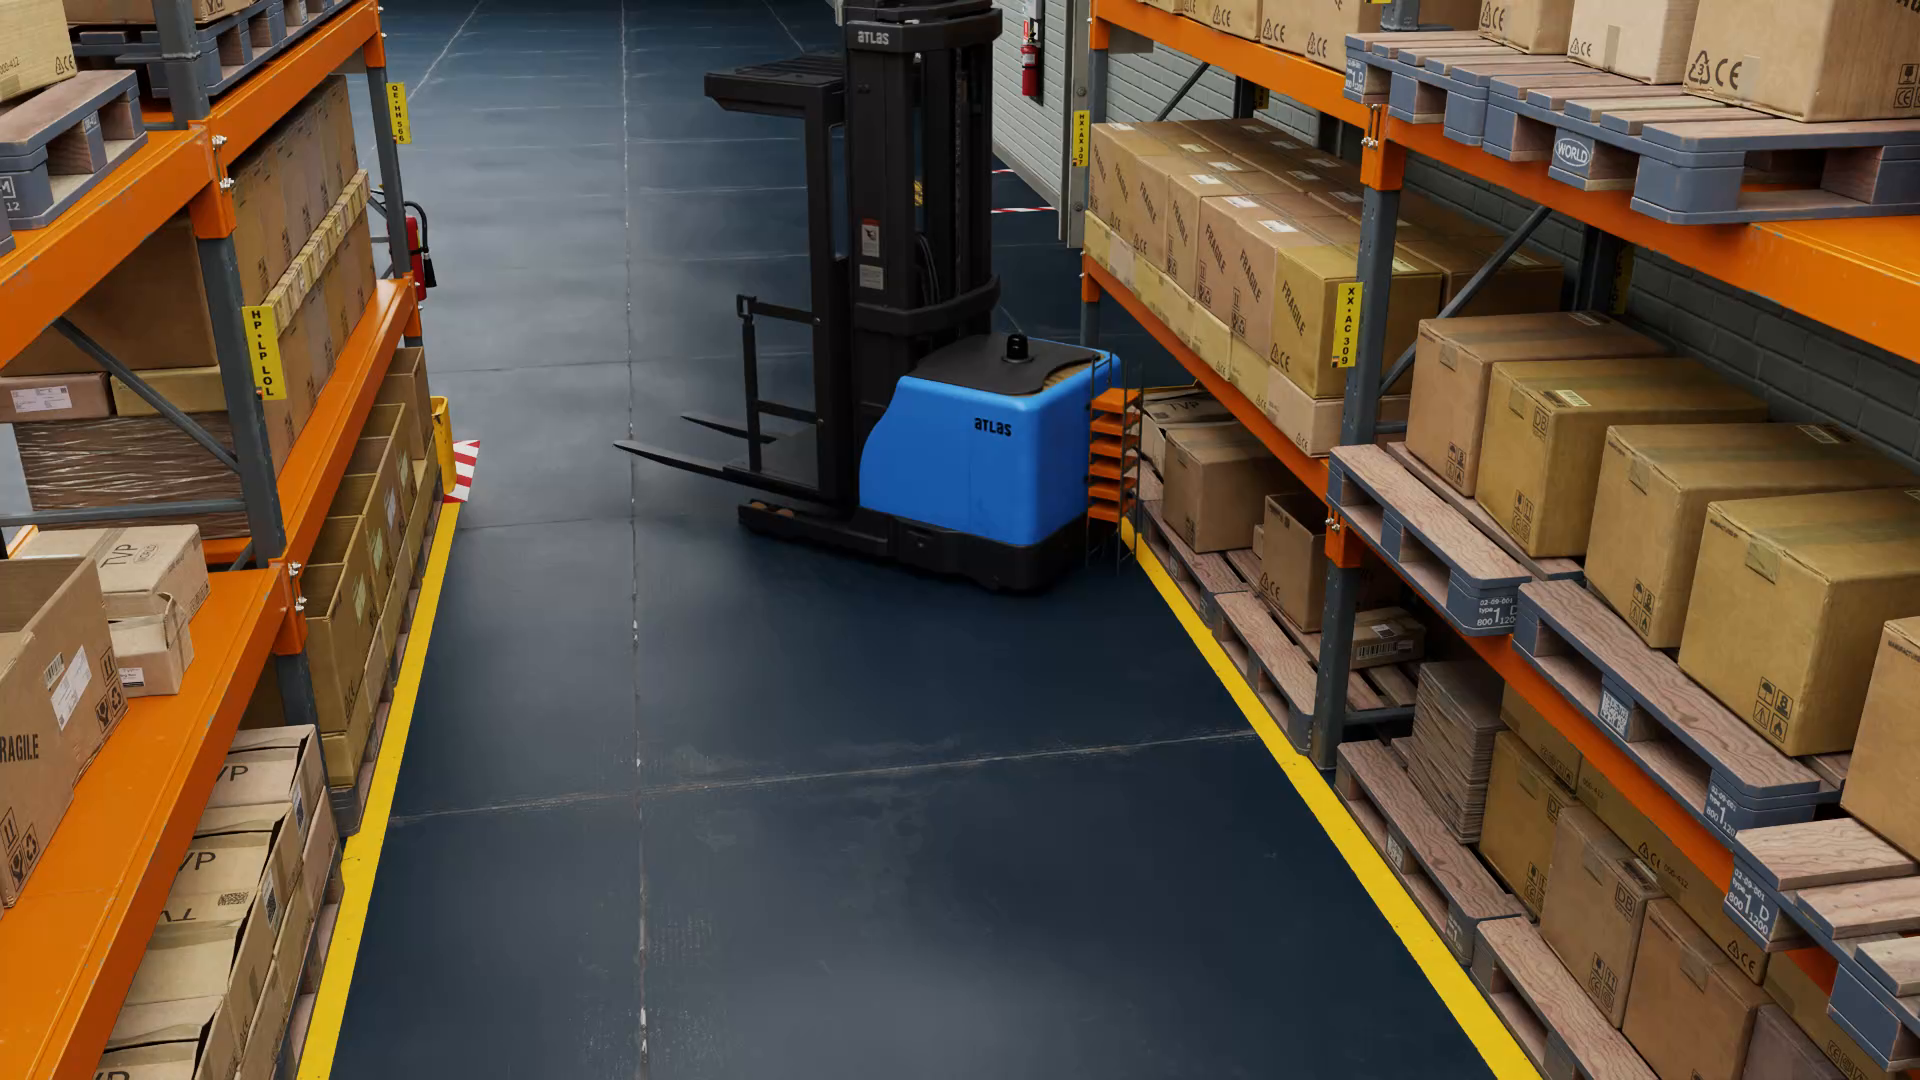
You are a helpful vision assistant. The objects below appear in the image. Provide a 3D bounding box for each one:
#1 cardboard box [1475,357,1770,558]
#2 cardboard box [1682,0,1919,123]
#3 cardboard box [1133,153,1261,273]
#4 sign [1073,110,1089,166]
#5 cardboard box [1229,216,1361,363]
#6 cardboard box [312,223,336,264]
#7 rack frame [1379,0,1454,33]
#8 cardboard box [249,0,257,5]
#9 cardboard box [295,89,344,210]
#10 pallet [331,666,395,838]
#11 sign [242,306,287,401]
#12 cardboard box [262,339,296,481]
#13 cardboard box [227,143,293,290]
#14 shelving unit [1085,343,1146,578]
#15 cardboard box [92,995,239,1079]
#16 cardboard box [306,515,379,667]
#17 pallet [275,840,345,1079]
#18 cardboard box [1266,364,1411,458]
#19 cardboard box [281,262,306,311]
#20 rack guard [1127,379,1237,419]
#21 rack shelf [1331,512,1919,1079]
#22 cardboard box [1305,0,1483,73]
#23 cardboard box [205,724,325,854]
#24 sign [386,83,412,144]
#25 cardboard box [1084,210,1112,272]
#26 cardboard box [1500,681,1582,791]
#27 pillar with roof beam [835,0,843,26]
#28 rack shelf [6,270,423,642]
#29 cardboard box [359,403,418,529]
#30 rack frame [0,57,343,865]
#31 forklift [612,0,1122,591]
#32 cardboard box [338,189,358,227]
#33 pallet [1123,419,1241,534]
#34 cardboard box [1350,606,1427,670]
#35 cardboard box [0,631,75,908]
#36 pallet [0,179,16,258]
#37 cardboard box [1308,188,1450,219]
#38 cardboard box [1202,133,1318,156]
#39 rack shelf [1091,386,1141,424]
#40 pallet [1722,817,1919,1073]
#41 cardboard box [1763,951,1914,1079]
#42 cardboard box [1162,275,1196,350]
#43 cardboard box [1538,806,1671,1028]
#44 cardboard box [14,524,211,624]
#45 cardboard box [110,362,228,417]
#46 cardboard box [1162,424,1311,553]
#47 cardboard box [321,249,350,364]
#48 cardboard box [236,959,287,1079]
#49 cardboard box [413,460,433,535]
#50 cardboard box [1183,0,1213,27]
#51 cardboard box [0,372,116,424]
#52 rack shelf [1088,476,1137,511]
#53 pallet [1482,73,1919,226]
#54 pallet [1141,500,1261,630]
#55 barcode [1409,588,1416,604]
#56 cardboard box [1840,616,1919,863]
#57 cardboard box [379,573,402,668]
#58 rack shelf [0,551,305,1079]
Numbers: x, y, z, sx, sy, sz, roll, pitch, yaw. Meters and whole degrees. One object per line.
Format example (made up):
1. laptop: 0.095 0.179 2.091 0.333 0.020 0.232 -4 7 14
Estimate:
1. cardboard box: 2.152 -0.280 5.470 0.700 0.500 0.500 -2 24 -4
2. cardboard box: 2.246 -1.363 4.226 0.500 0.500 0.500 -5 24 -12
3. cardboard box: 1.220 -1.705 8.631 0.500 0.500 0.500 -5 24 -11
4. sign: 0.723 -2.386 9.884 0.100 0.325 0.005 -4 24 -10
5. cardboard box: 1.506 -1.099 7.244 0.500 0.500 0.500 -4 24 -10
6. cardboard box: -3.113 -1.359 7.679 0.380 0.149 0.250 -4 24 -8
7. rack frame: 1.996 -3.205 5.346 1.000 3.000 0.127 -4 24 -10
8. cardboard box: -2.806 -2.108 5.994 0.500 0.311 0.500 -6 24 -13
9. cardboard box: -3.426 -1.890 8.084 0.700 0.500 0.500 -5 24 -11
10. pallet: -2.978 0.874 6.985 1.003 0.211 1.213 -4 24 -10
11. sign: -2.341 -0.626 5.589 0.100 0.325 0.005 -4 24 -10
12. cardboard box: -3.064 -0.515 6.556 0.700 0.500 0.500 -5 24 -10
13. cardboard box: -3.147 -1.298 6.729 0.700 0.500 0.500 -4 24 -10
14. shelving unit: 0.808 -0.408 8.684 0.189 1.200 0.258 13 27 26
15. cardboard box: -2.234 1.459 4.371 0.500 0.311 0.500 -5 24 -10
16. cardboard box: -2.750 0.234 6.940 0.500 0.500 0.500 -4 24 -10
17. pallet: -2.697 1.477 5.605 1.003 0.211 1.213 -4 24 -10
18. cardboard box: 1.610 -0.560 6.948 0.500 0.250 0.500 -4 24 -10
19. cardboard box: -2.974 -1.058 6.989 0.380 0.149 0.250 -5 24 -11
20. rack guard: 1.270 -0.854 10.581 1.175 0.500 0.348 -4 24 -10
21. rack shelf: 2.365 0.660 4.889 1.077 0.370 4.000 -4 24 -10
22. cardboard box: 1.659 -2.067 6.337 0.500 0.500 0.500 -4 24 -8
23. cardboard box: -2.515 0.861 5.742 0.500 0.311 0.500 -4 24 -10
24. sign: -3.076 -2.335 9.107 0.100 0.325 0.005 -4 24 -10
25. cardboard box: 1.034 -1.754 9.682 0.500 0.250 0.500 -5 24 -11
26. cardboard box: 2.233 0.605 5.753 0.500 0.250 0.500 -5 24 -11
27. pillar with roof beam: -6.433 -13.689 29.350 9.100 9.000 0.400 -4 24 -10
28. rack shelf: -3.242 -0.545 7.649 1.077 0.370 4.000 -4 24 -10
29. cardboard box: -3.021 -0.356 8.292 0.500 0.500 0.500 -4 24 -10
30. rack frame: -2.872 -0.088 5.704 1.000 3.000 0.127 -4 24 -10
31. forklift: -0.643 -1.509 9.044 3.031 2.935 1.130 14 27 29
32. cardboard box: -3.257 -1.665 8.379 0.380 0.149 0.250 -5 24 -11
33. pallet: 1.385 -0.400 9.901 1.003 0.211 1.213 -4 24 -10
34. cardboard box: 1.867 0.432 7.502 0.380 0.166 0.250 -8 25 -17
35. cardboard box: -2.556 0.574 4.064 0.500 0.500 0.500 -4 24 -10
36. pallet: -2.555 -0.503 3.142 1.003 0.211 1.213 -3 24 -7
37. cardboard box: 1.935 -1.341 7.798 0.500 0.500 0.500 -4 24 -8
38. cardboard box: 1.635 -1.945 9.181 0.500 0.500 0.500 -4 24 -9
39. rack shelf: 0.808 -0.697 8.558 0.180 0.103 0.258 13 27 26
40. pallet: 2.499 0.933 3.606 1.213 0.211 1.003 -4 24 -10
41. cardboard box: 2.507 1.209 4.370 0.500 0.250 0.500 -4 24 -9
42. cardboard box: 1.324 -1.151 8.301 0.500 0.250 0.500 -4 24 -9
43. cardboard box: 2.348 1.179 5.376 0.700 0.500 0.500 -4 24 -9
44. cardboard box: -2.738 0.171 5.298 0.500 0.250 0.500 -3 24 -6
45. cardboard box: -2.731 -0.551 5.829 0.380 0.149 0.250 -4 24 -10
46. cardboard box: 1.487 -0.290 8.740 0.700 0.500 0.500 -6 24 -13
47. cardboard box: -3.350 -1.121 7.943 0.700 0.500 0.500 -4 24 -9
48. cardboard box: -2.324 1.522 4.929 0.500 0.250 0.500 -4 24 -9
49. cardboard box: -3.118 -0.209 8.891 0.500 0.250 0.500 -4 24 -10
50. cardboard box: 1.356 -2.682 7.746 0.500 0.500 0.500 -3 24 -6
51. cardboard box: -3.133 -0.522 5.763 0.380 0.149 0.250 -4 24 -10
52. rack shelf: 0.808 -0.257 8.750 0.180 0.103 0.258 13 27 26
53. pallet: 2.200 -1.086 4.476 1.213 0.211 1.003 -4 24 -10
54. pallet: 1.608 0.079 8.805 1.003 0.211 1.213 -4 24 -10
55. barcode: 2.133 0.260 7.831 0.001 0.075 0.075 -4 24 -10
56. cardboard box: 2.508 0.468 3.756 0.700 0.500 0.500 -7 24 -15
57. cardboard box: -2.835 0.381 7.541 0.500 0.250 0.500 -4 24 -10
58. rack shelf: -2.502 1.028 4.047 1.077 0.370 4.000 -4 24 -10
